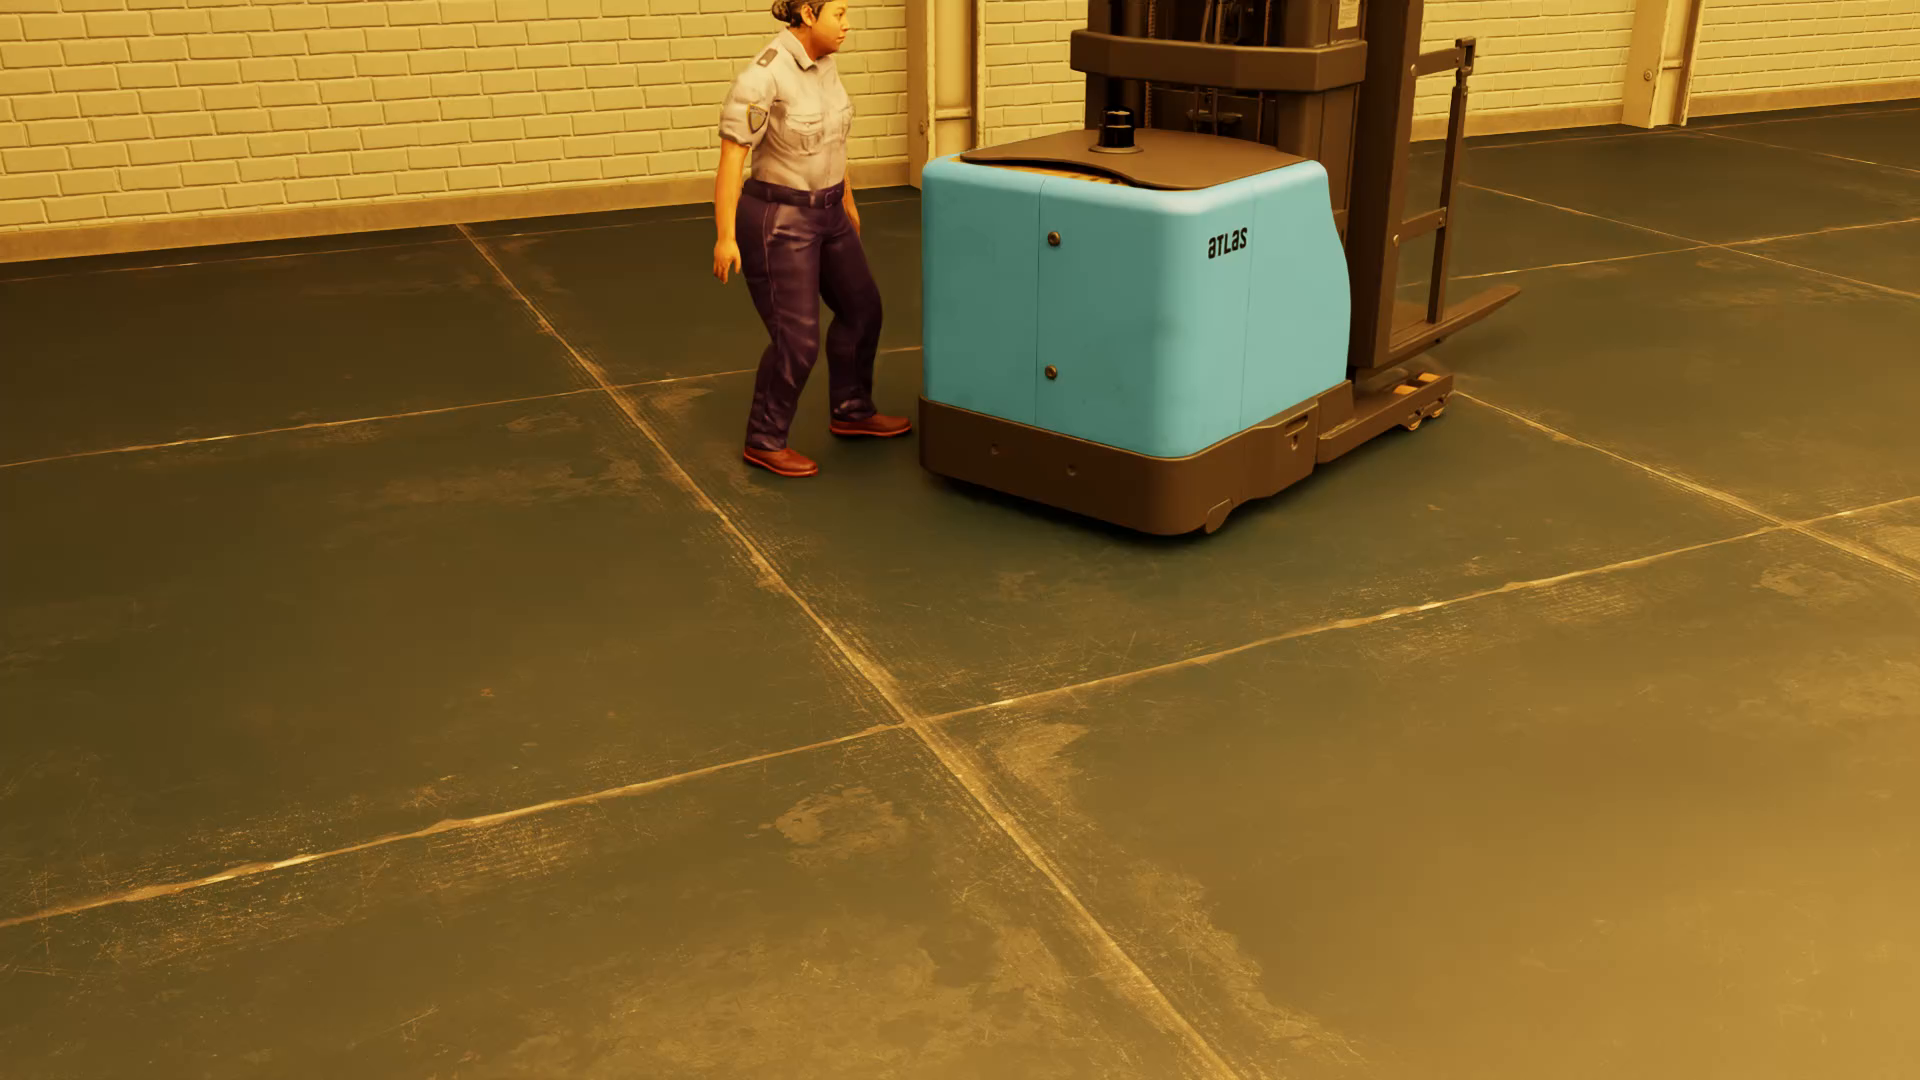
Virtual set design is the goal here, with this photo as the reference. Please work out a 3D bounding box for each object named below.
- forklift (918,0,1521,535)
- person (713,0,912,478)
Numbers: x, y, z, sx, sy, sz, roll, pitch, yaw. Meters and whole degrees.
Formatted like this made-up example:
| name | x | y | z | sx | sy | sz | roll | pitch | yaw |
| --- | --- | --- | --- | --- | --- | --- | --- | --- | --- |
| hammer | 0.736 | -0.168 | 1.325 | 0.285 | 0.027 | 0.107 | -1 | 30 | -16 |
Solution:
| name | x | y | z | sx | sy | sz | roll | pitch | yaw |
| --- | --- | --- | --- | --- | --- | --- | --- | --- | --- |
| forklift | 1.187 | -1.860 | 5.763 | 1.130 | 2.935 | 3.031 | 17 | 28 | 36 |
| person | -0.508 | -1.041 | 5.514 | 0.374 | 1.624 | 0.805 | 11 | 25 | 25 |
